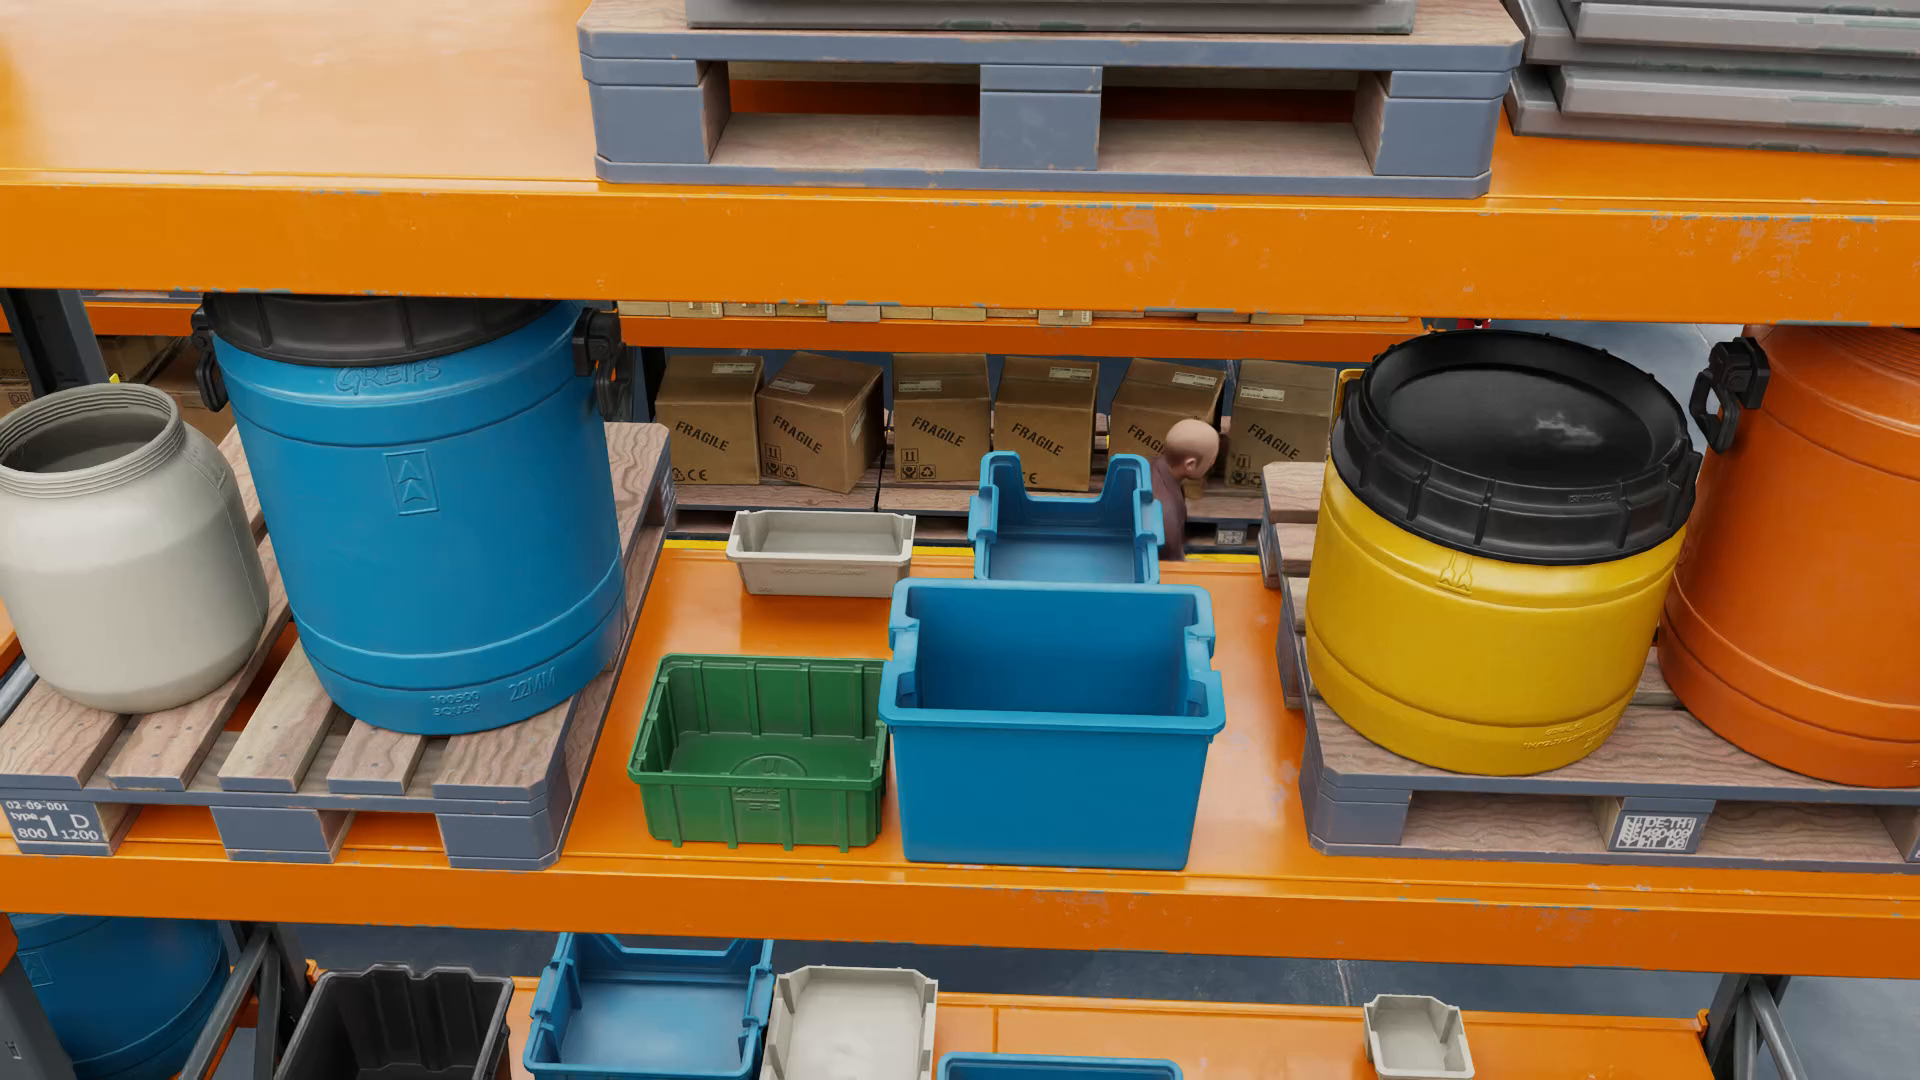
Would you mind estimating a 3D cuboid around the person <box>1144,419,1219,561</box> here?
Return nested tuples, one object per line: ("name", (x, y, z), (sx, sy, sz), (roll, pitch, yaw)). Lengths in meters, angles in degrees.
("person", (0.744, 0.261, 6.821), (0.615, 1.716, 0.530), (1, 35, 1))
